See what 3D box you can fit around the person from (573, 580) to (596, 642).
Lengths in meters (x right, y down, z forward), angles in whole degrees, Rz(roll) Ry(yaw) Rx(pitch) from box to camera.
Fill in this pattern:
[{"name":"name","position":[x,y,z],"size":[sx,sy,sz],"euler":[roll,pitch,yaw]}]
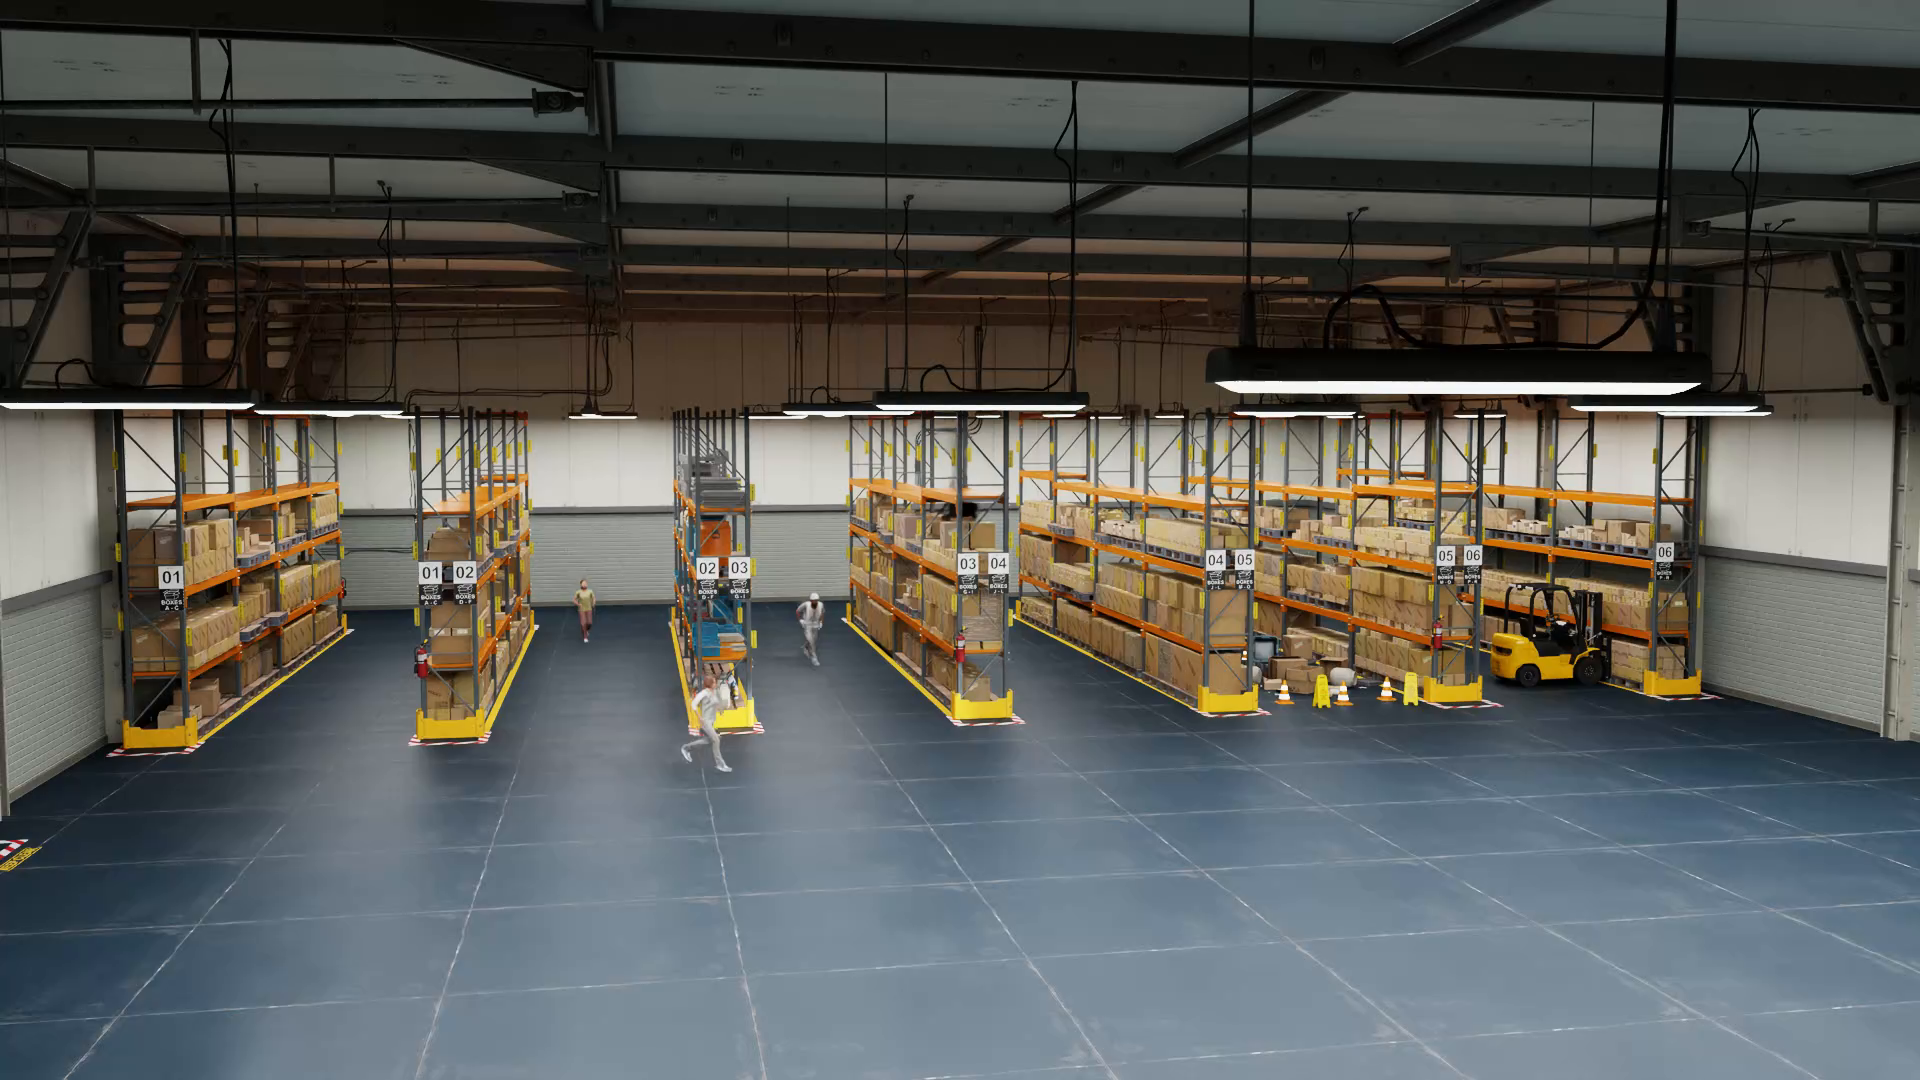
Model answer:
[{"name":"person","position":[-9.758,1.841,43.279],"size":[0.580,1.629,0.547],"euler":[-1,4,-19]}]

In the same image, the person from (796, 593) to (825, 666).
[{"name":"person","position":[-3.570,2.089,39.403],"size":[0.700,1.727,1.021],"euler":[-2,4,-22]}]

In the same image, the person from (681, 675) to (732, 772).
[{"name":"person","position":[-4.163,2.997,27.240],"size":[0.855,1.583,0.559],"euler":[1,4,15]}]

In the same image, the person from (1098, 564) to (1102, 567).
[{"name":"person","position":[3.985,1.518,47.549],"size":[0.592,1.646,0.632],"euler":[-1,4,-19]}]
